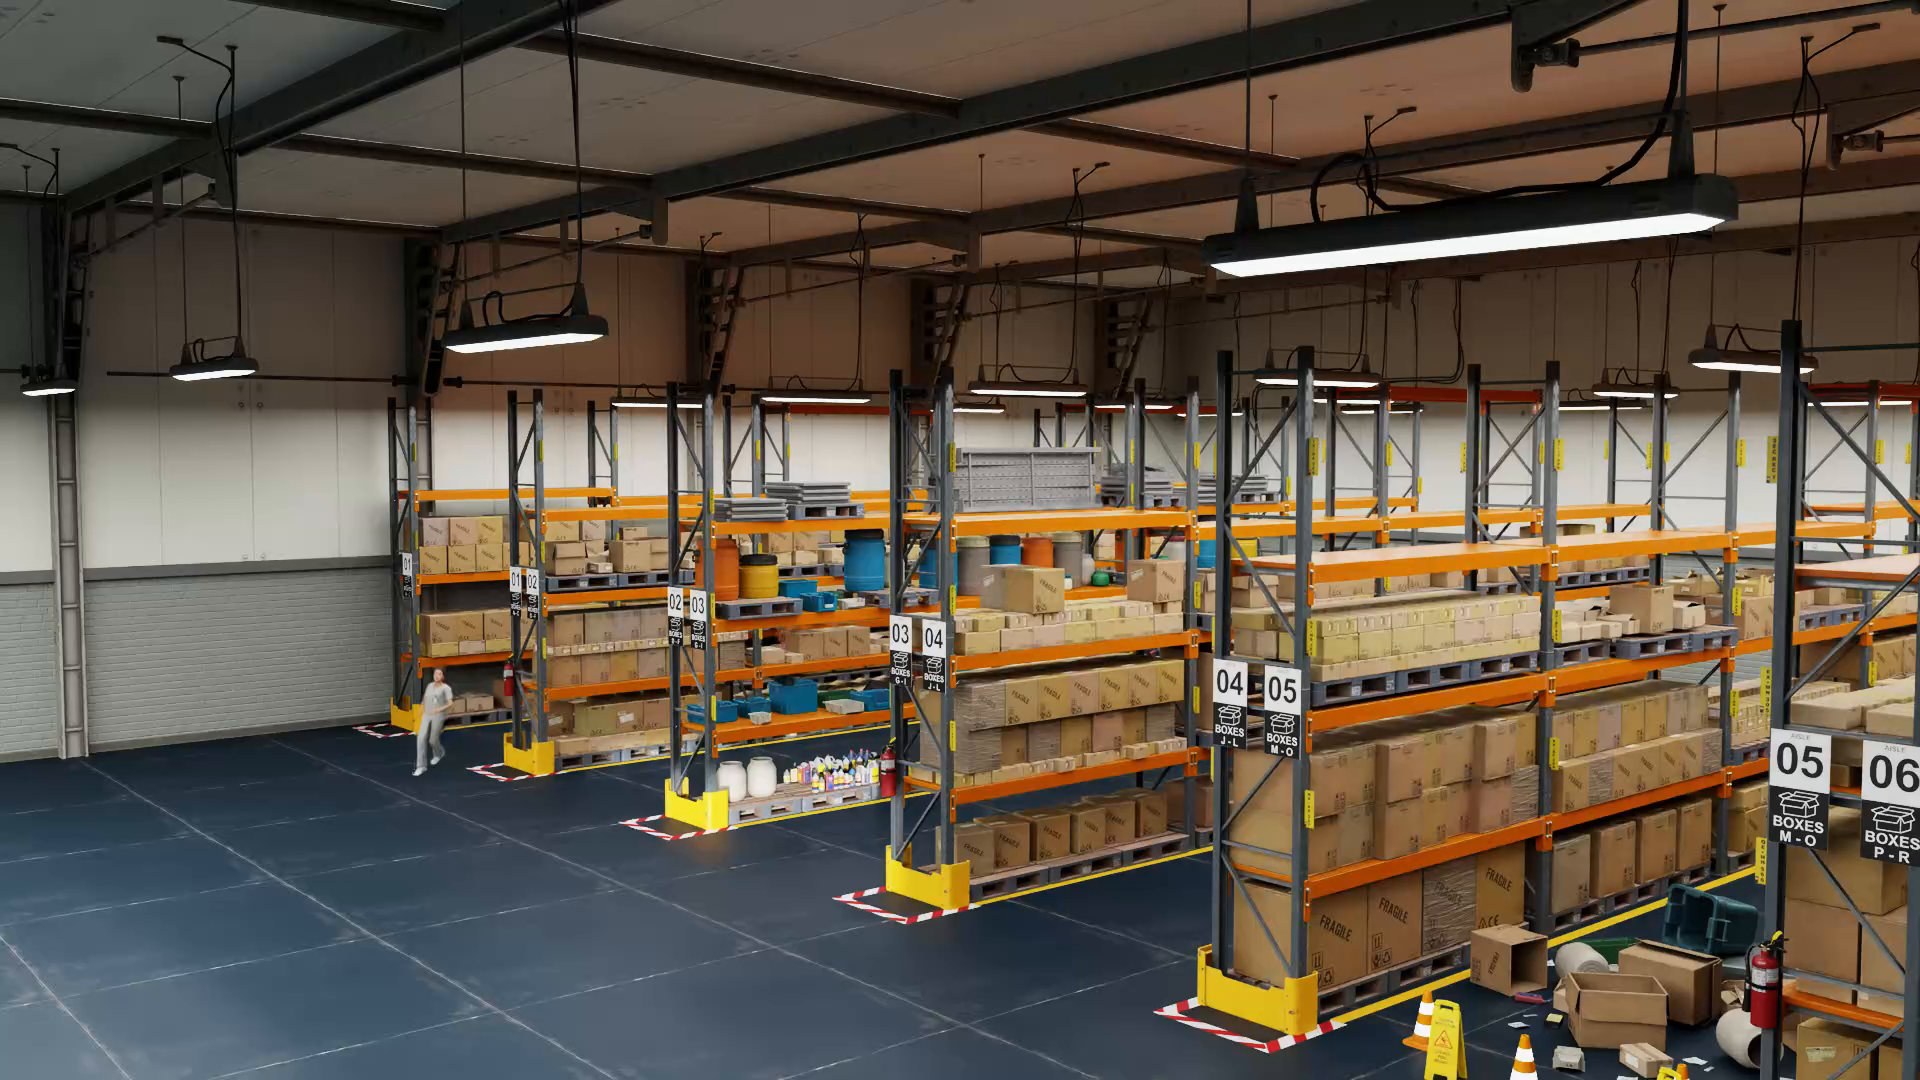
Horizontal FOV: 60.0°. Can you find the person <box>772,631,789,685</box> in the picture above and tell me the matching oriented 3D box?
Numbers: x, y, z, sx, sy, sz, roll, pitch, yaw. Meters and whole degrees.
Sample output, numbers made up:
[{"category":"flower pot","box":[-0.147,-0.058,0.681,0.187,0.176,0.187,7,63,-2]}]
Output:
[{"category":"person","box":[-3.414,2.517,32.001,0.533,1.549,0.563,3,5,44]}]

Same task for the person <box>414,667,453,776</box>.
[{"category":"person","box":[-8.239,2.818,26.091,0.602,1.660,0.842,1,3,11]}]
